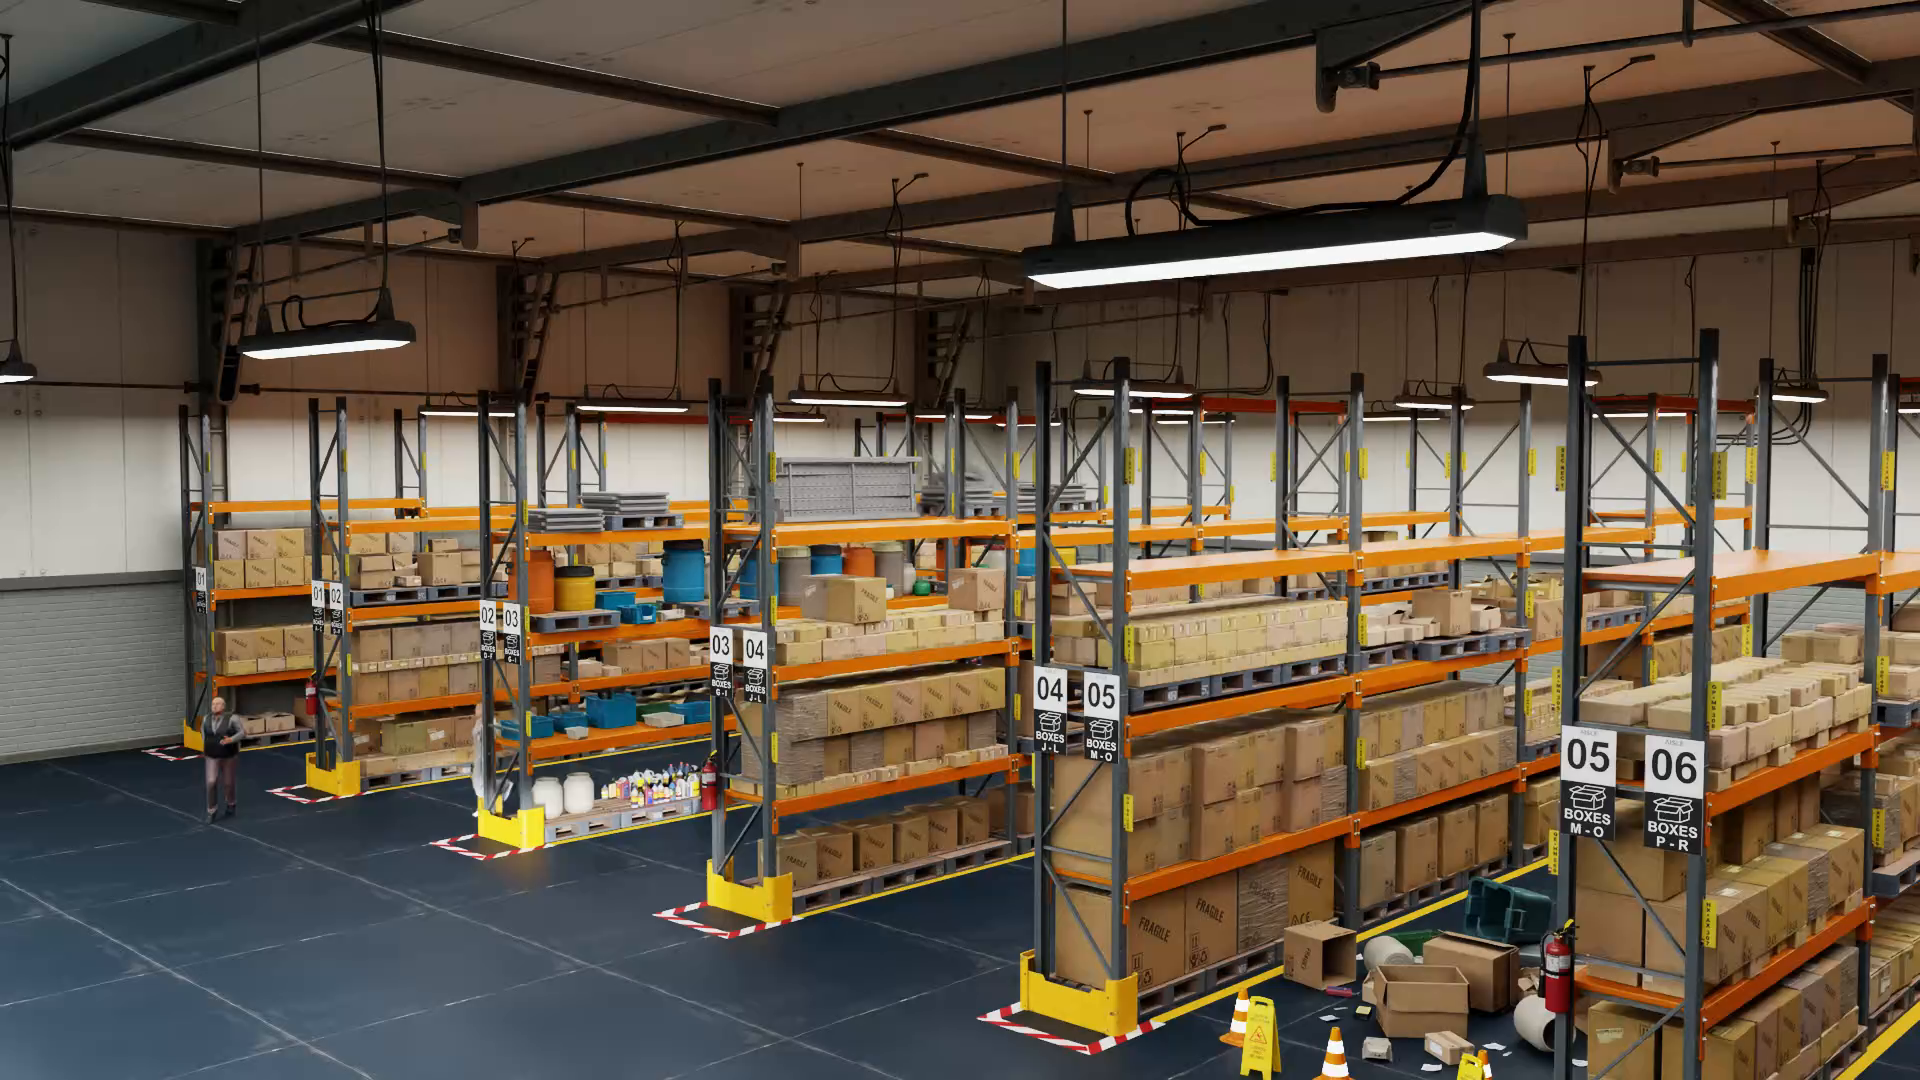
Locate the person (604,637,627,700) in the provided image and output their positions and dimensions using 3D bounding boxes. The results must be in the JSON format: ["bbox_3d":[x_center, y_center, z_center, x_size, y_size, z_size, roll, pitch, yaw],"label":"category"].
[{"bbox_3d":[-6.436,2.652,31.166,0.703,1.729,0.653,2,4,39],"label":"person"}]

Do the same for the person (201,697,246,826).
[{"bbox_3d":[-10.333,3.077,23.320,0.651,1.778,0.788,-1,3,-11],"label":"person"}]

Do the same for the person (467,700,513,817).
[{"bbox_3d":[-6.695,3.105,23.793,0.572,1.643,0.638,2,4,40],"label":"person"}]
